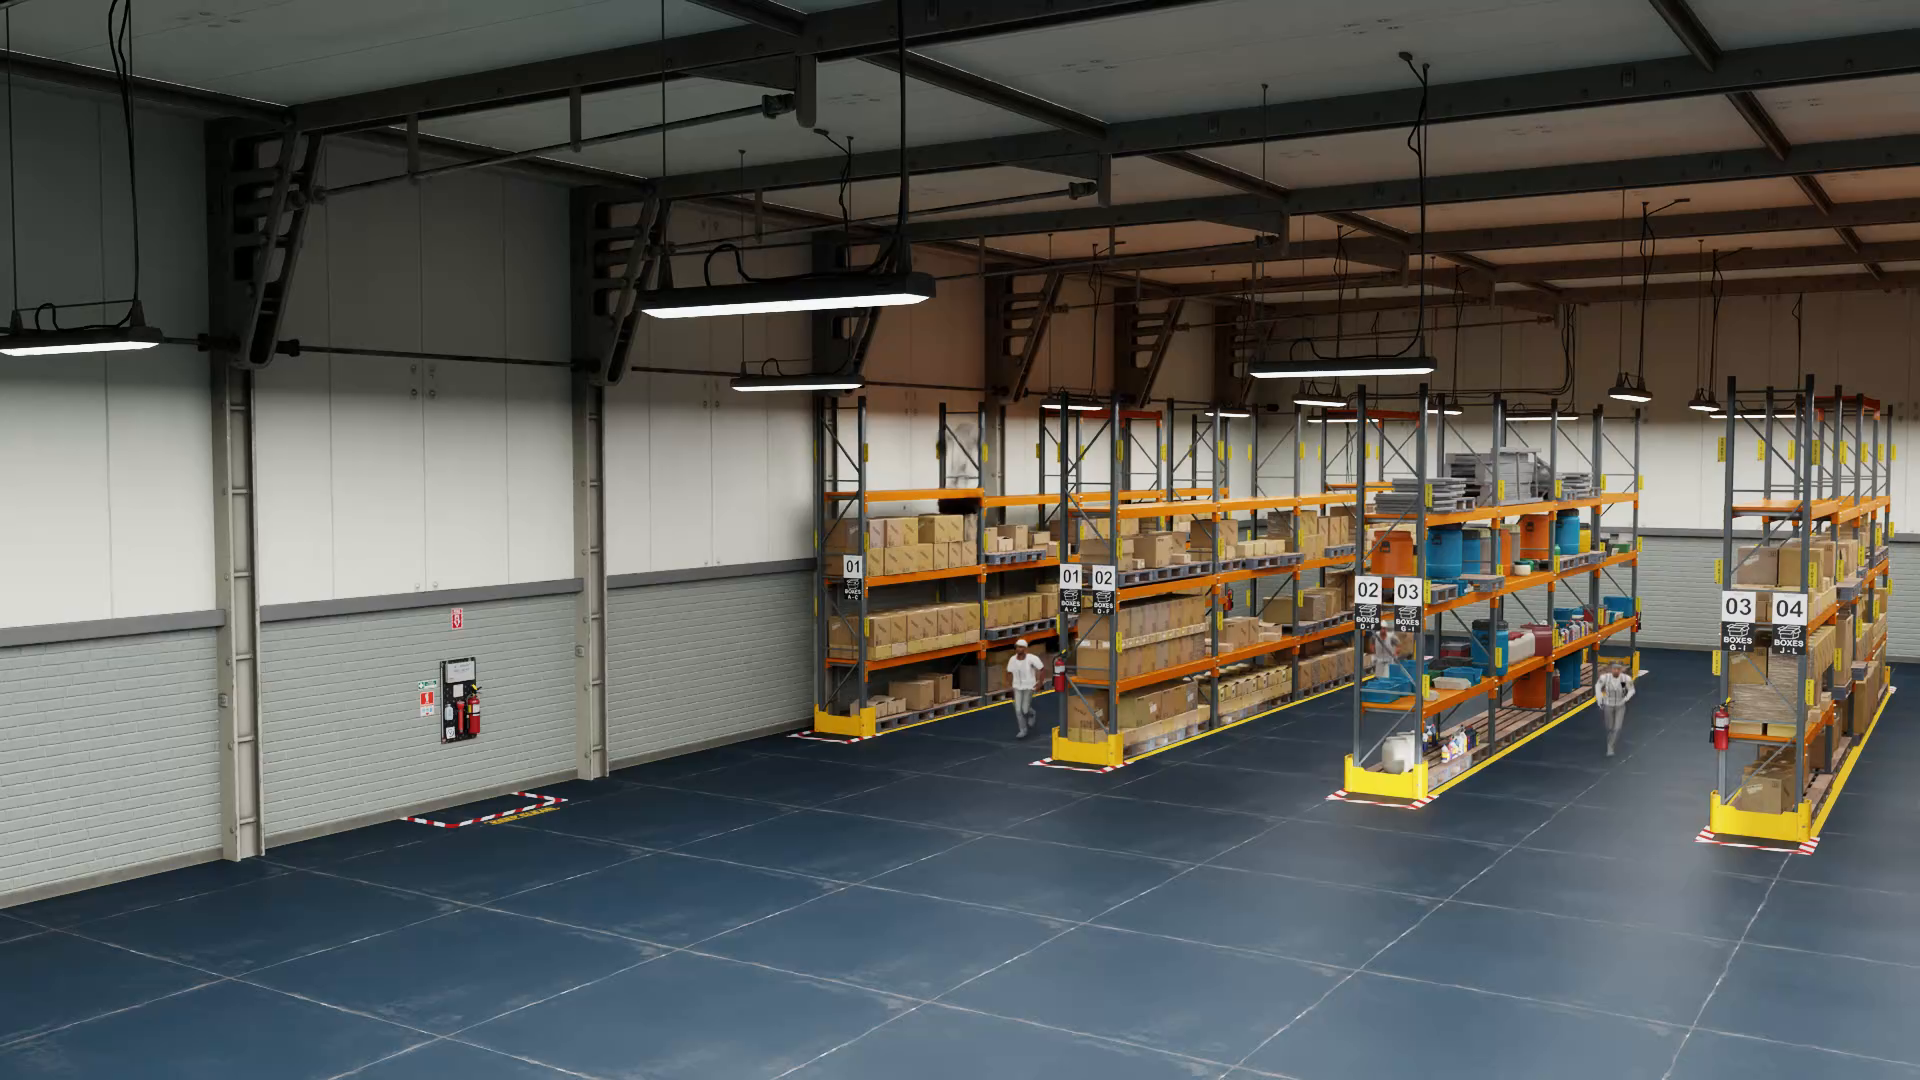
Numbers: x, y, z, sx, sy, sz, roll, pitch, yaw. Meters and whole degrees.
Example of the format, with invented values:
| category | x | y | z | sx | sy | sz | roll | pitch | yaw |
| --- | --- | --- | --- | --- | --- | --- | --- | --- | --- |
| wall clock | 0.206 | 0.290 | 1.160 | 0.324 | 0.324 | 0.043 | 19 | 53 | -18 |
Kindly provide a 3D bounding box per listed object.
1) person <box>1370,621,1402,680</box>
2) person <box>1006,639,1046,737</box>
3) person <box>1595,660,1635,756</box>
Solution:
| category | x | y | z | sx | sy | sz | roll | pitch | yaw |
| --- | --- | --- | --- | --- | --- | --- | --- | --- | --- |
| person | 8.457 | 2.435 | 33.003 | 0.655 | 1.717 | 0.850 | 2 | 3 | 27 |
| person | 1.135 | 2.608 | 29.290 | 0.714 | 1.730 | 0.661 | 1 | 3 | 26 |
| person | 10.898 | 2.770 | 27.634 | 0.572 | 1.619 | 0.724 | 1 | 3 | 16 |
